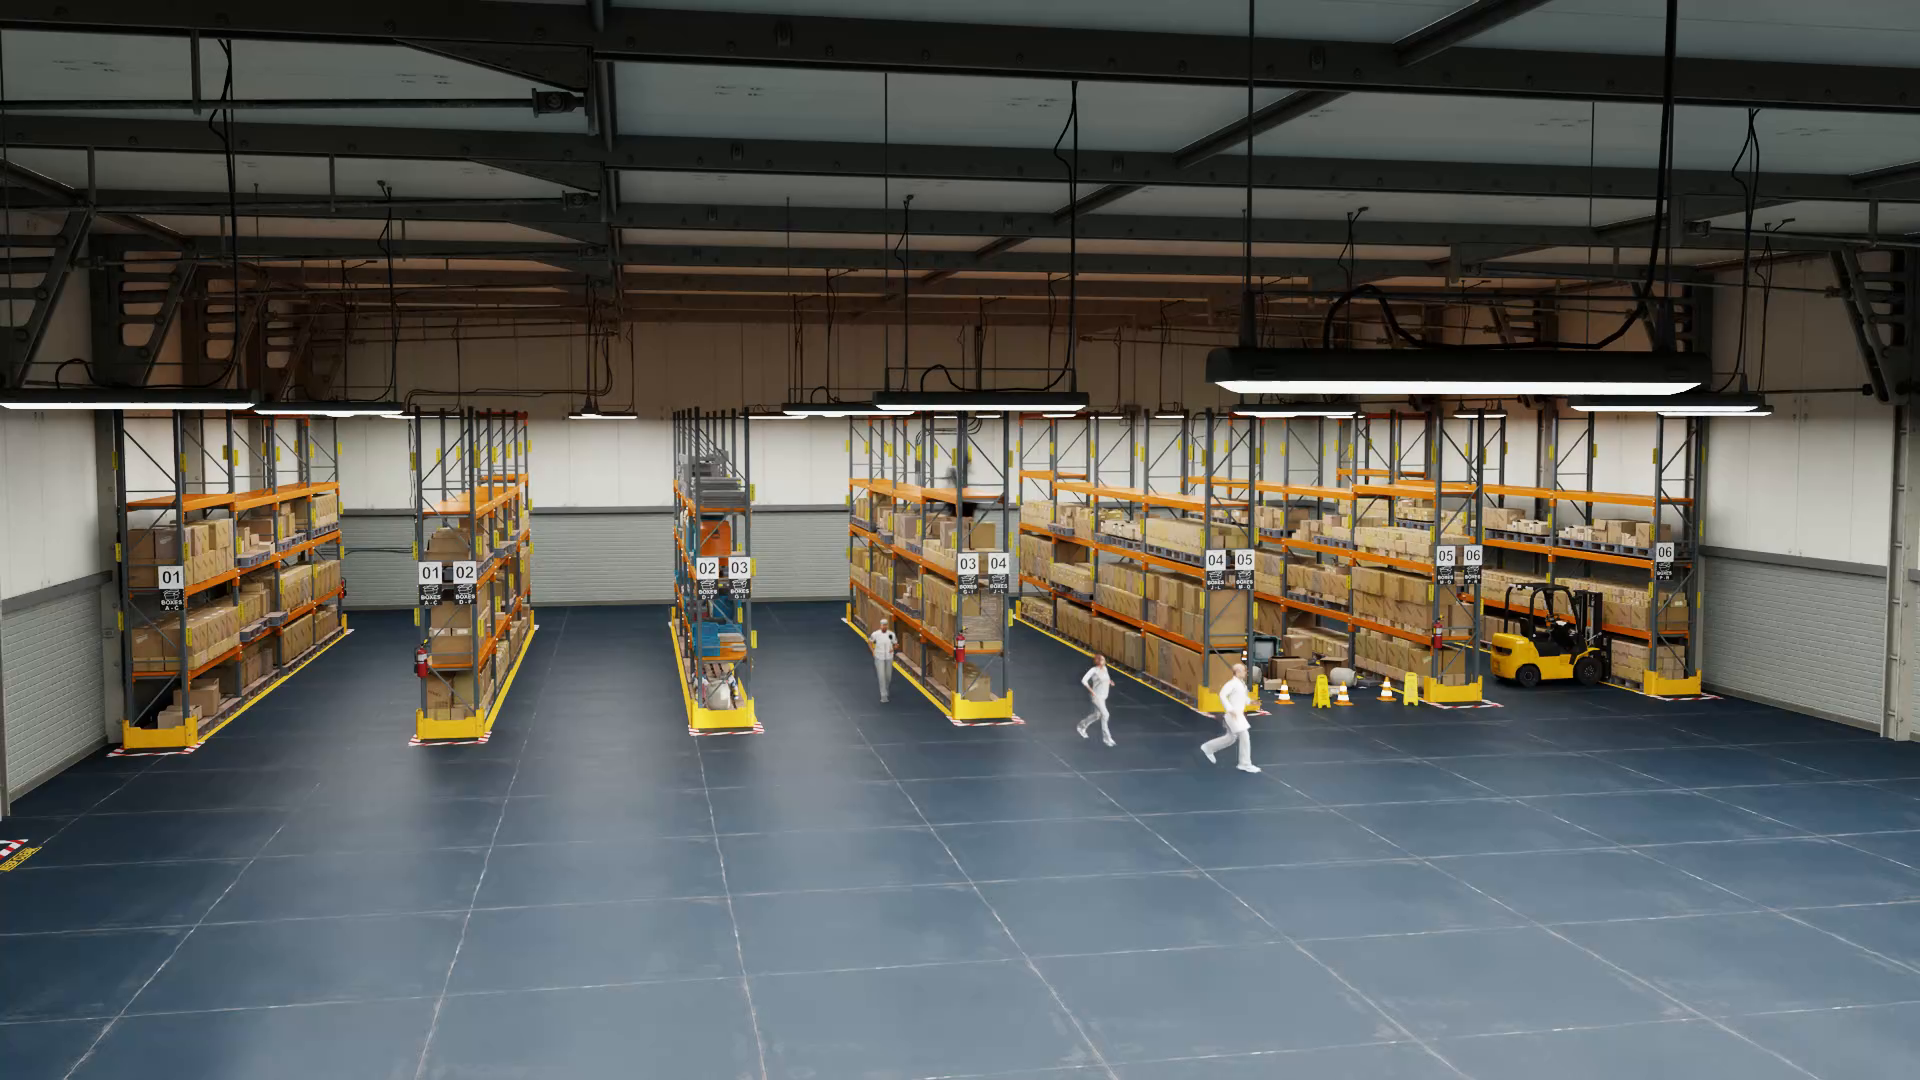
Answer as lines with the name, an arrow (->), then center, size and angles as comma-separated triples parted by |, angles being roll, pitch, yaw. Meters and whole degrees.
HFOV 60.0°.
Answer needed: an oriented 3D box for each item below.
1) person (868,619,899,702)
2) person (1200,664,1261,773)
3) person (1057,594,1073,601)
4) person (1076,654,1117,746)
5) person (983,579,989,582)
person -> -1.563, 2.453, 34.246 | 0.617, 1.668, 0.837 | -1, 4, -14
person -> 4.438, 2.904, 27.296 | 1.007, 1.773, 0.682 | 1, 4, 16
person -> 3.189, 1.365, 50.103 | 1.000, 1.678, 0.572 | -1, 4, -12
person -> 2.446, 2.818, 29.593 | 0.820, 1.613, 0.524 | 3, 5, 34
person -> 0.666, 1.501, 47.046 | 0.693, 1.764, 0.881 | -1, 4, -10
